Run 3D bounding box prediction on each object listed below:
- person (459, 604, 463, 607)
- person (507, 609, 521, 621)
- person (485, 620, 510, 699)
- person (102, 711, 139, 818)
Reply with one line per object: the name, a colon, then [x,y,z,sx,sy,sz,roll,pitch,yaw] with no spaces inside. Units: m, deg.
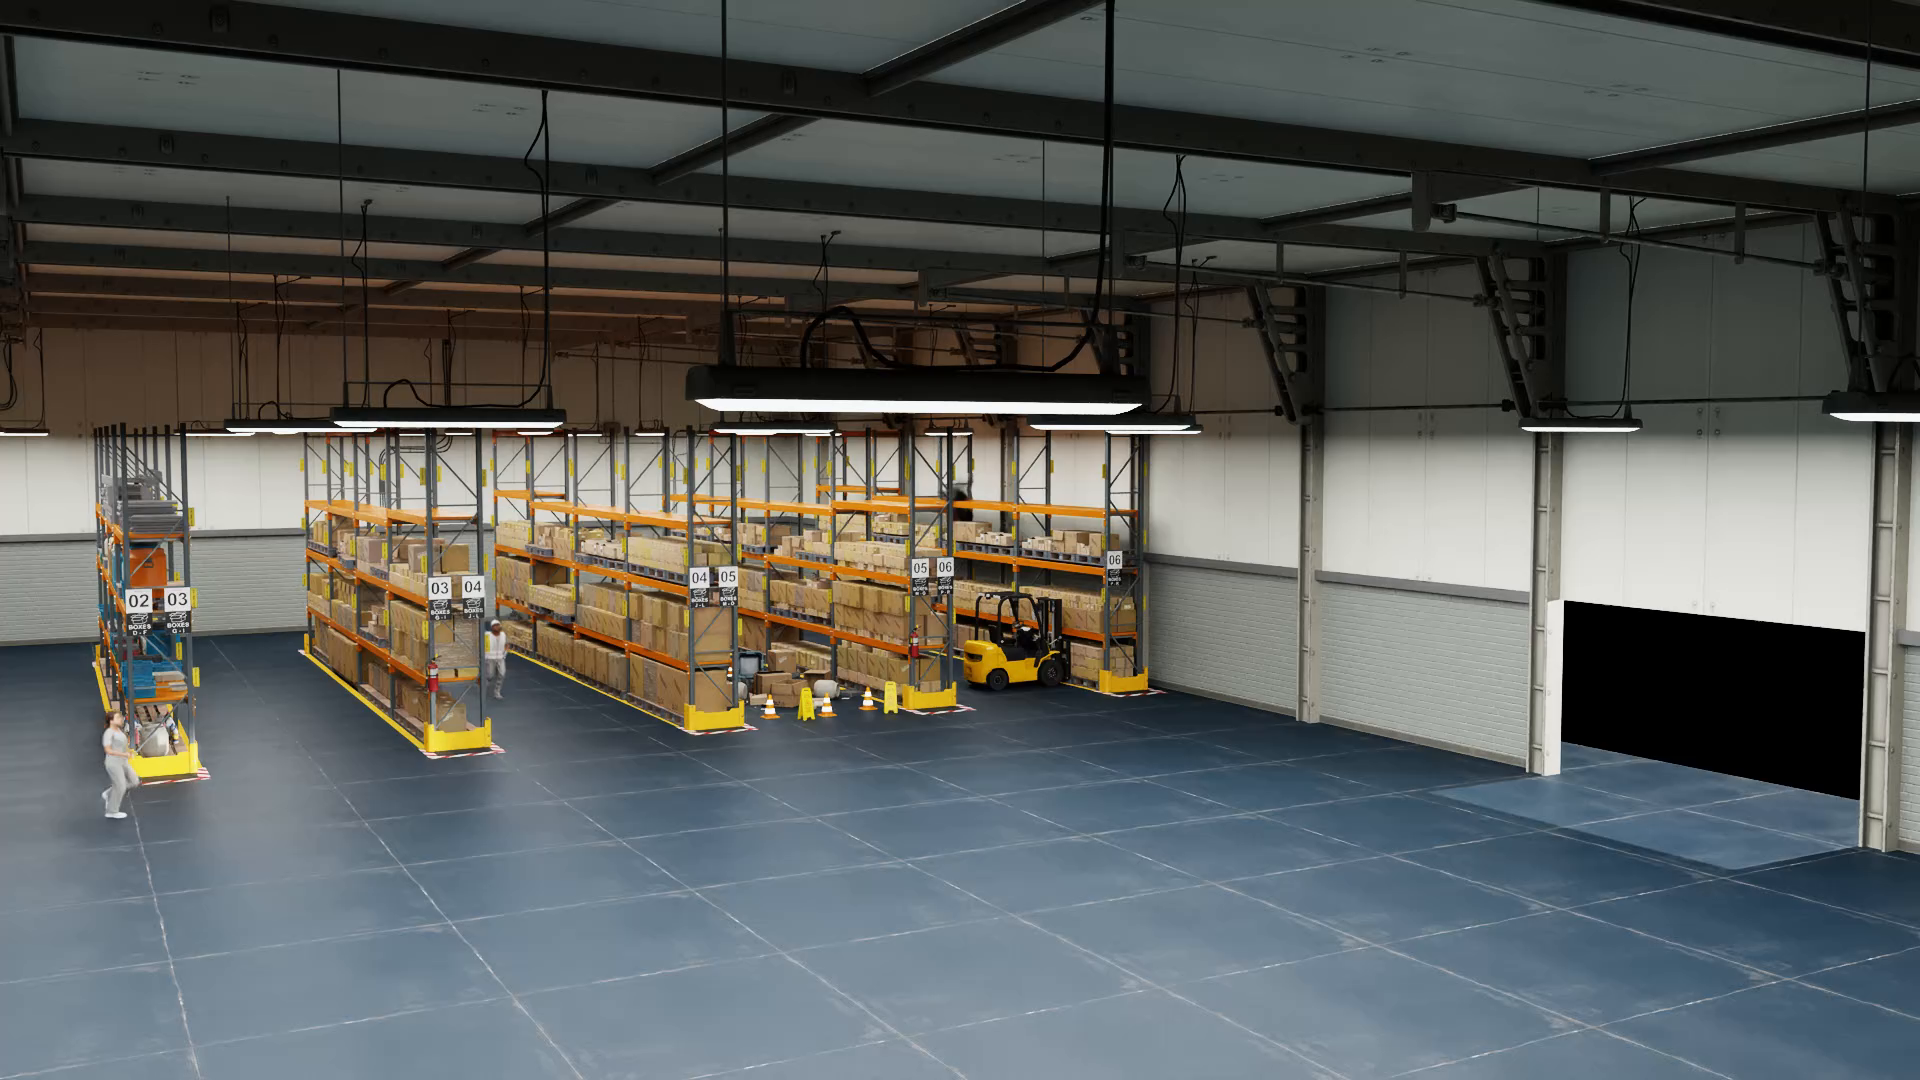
person: [-13.965,2.057,46.971,0.601,1.694,0.663,2,4,25]
person: [-12.864,2.006,48.349,0.634,1.541,0.529,0,3,-1]
person: [-10.335,2.635,36.965,0.713,1.722,0.672,-2,4,-31]
person: [-12.735,3.386,25.158,0.559,1.631,0.560,0,3,-4]
